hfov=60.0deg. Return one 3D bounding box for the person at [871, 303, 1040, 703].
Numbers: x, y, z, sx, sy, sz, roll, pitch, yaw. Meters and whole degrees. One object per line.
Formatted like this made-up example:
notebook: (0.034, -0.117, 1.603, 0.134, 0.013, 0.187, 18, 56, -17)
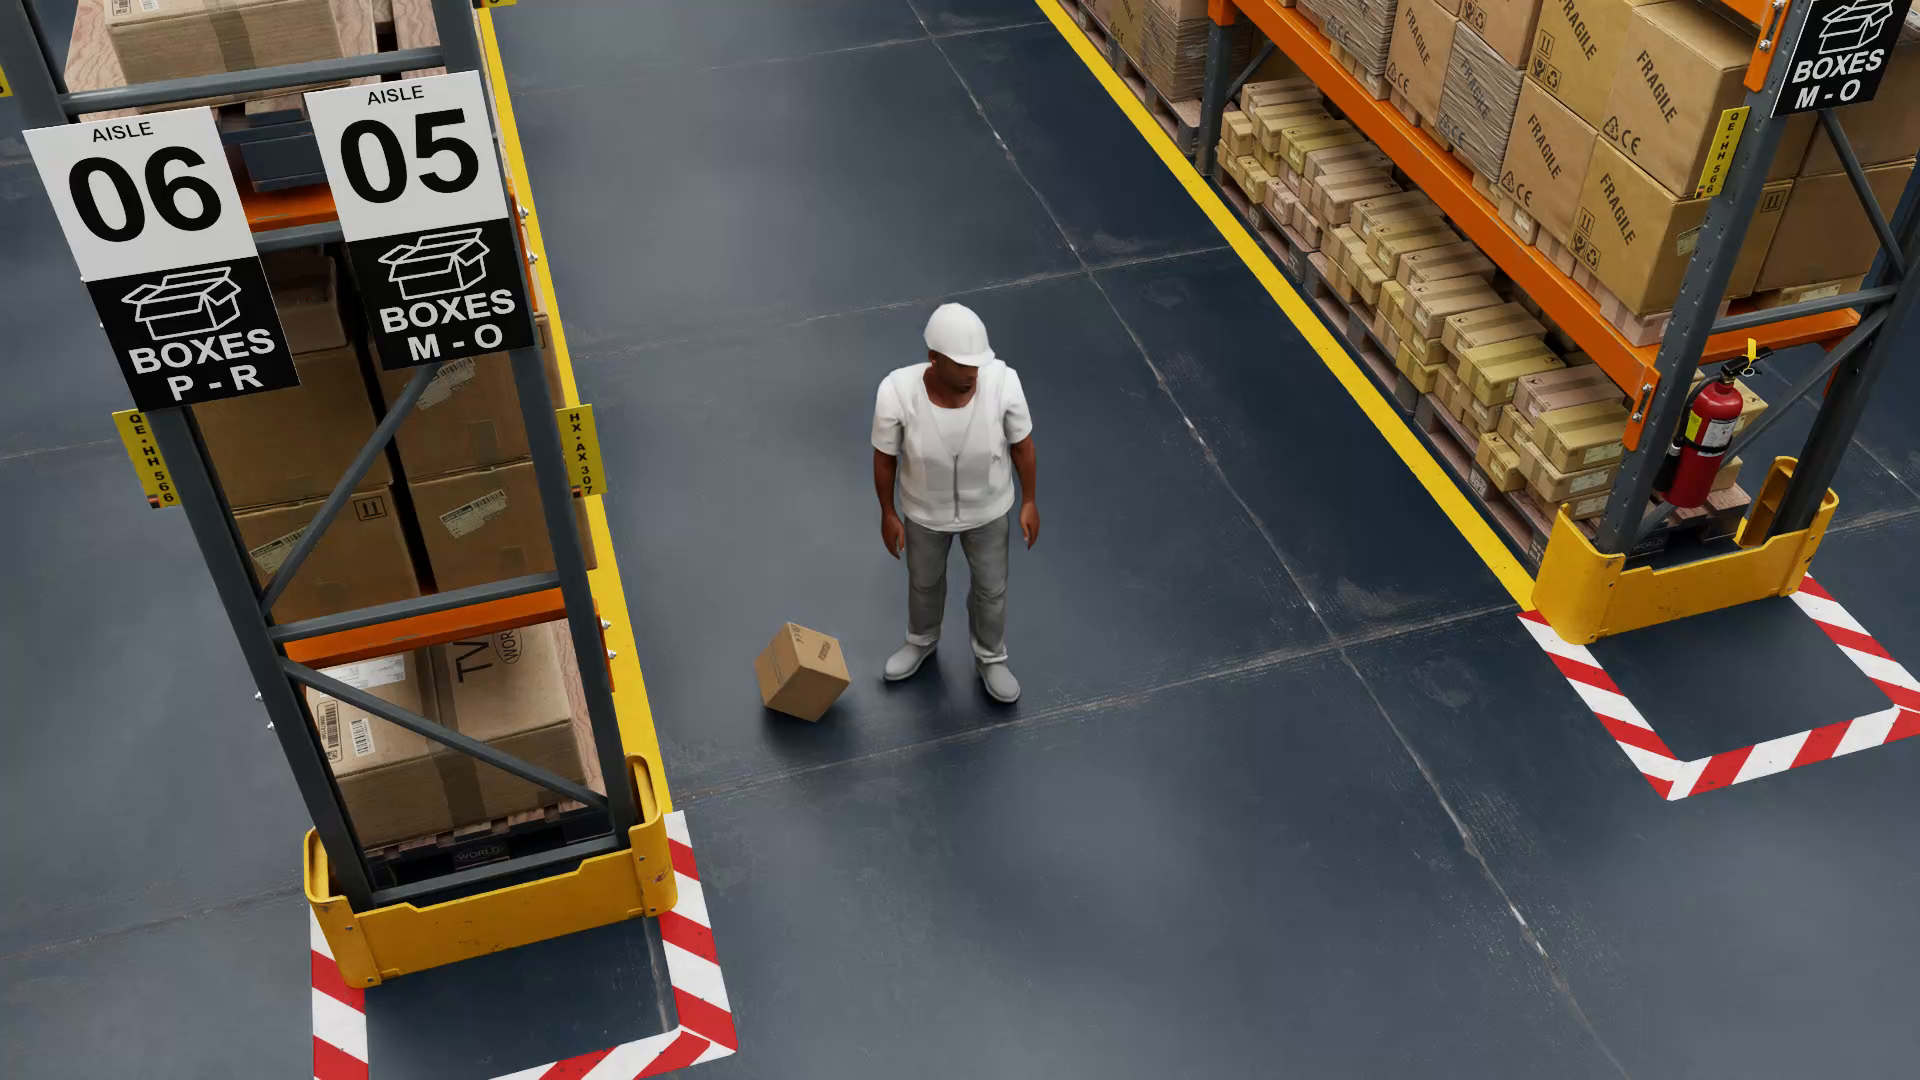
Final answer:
person: (-0.011, -0.114, 6.227, 0.624, 1.768, 0.422, -1, 42, -1)
